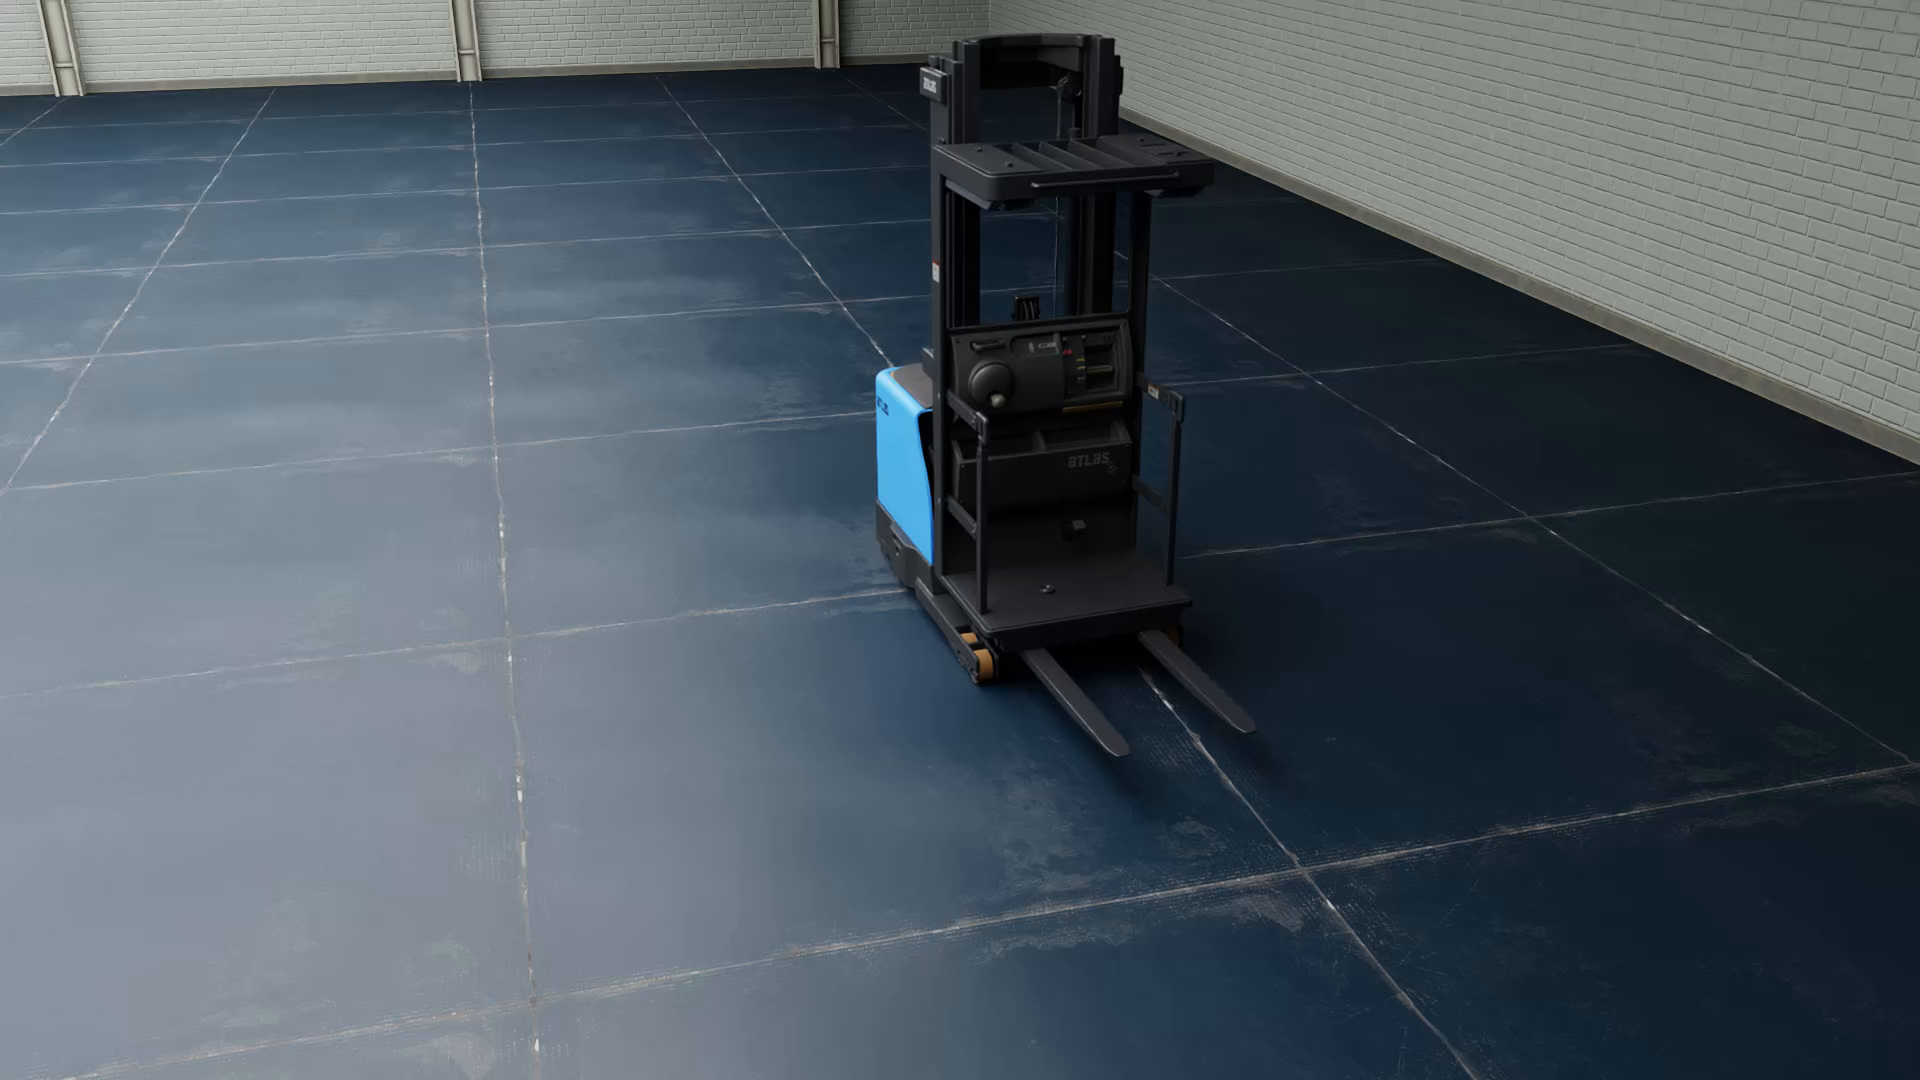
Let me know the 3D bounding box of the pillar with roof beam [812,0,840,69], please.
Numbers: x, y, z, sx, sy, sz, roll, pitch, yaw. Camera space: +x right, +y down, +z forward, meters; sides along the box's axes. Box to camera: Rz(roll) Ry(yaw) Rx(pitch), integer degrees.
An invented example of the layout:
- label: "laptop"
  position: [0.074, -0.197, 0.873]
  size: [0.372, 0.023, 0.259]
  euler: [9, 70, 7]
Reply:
- label: "pillar with roof beam"
  position: [-1.149, -10.732, 23.348]
  size: [0.400, 9.000, 9.100]
  euler: [-6, 24, -14]

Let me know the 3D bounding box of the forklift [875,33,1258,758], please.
- label: "forklift"
  position: [0.483, -0.830, 7.967]
  size: [1.130, 2.935, 3.031]
  euler: [-8, 24, -18]

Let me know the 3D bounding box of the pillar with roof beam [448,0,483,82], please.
- label: "pillar with roof beam"
  position: [-6.926, -10.092, 21.859]
  size: [0.400, 9.000, 9.100]
  euler: [-6, 24, -14]

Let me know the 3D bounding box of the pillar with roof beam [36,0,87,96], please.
- label: "pillar with roof beam"
  position: [-12.702, -9.453, 20.370]
  size: [0.400, 9.000, 9.100]
  euler: [-6, 24, -14]
